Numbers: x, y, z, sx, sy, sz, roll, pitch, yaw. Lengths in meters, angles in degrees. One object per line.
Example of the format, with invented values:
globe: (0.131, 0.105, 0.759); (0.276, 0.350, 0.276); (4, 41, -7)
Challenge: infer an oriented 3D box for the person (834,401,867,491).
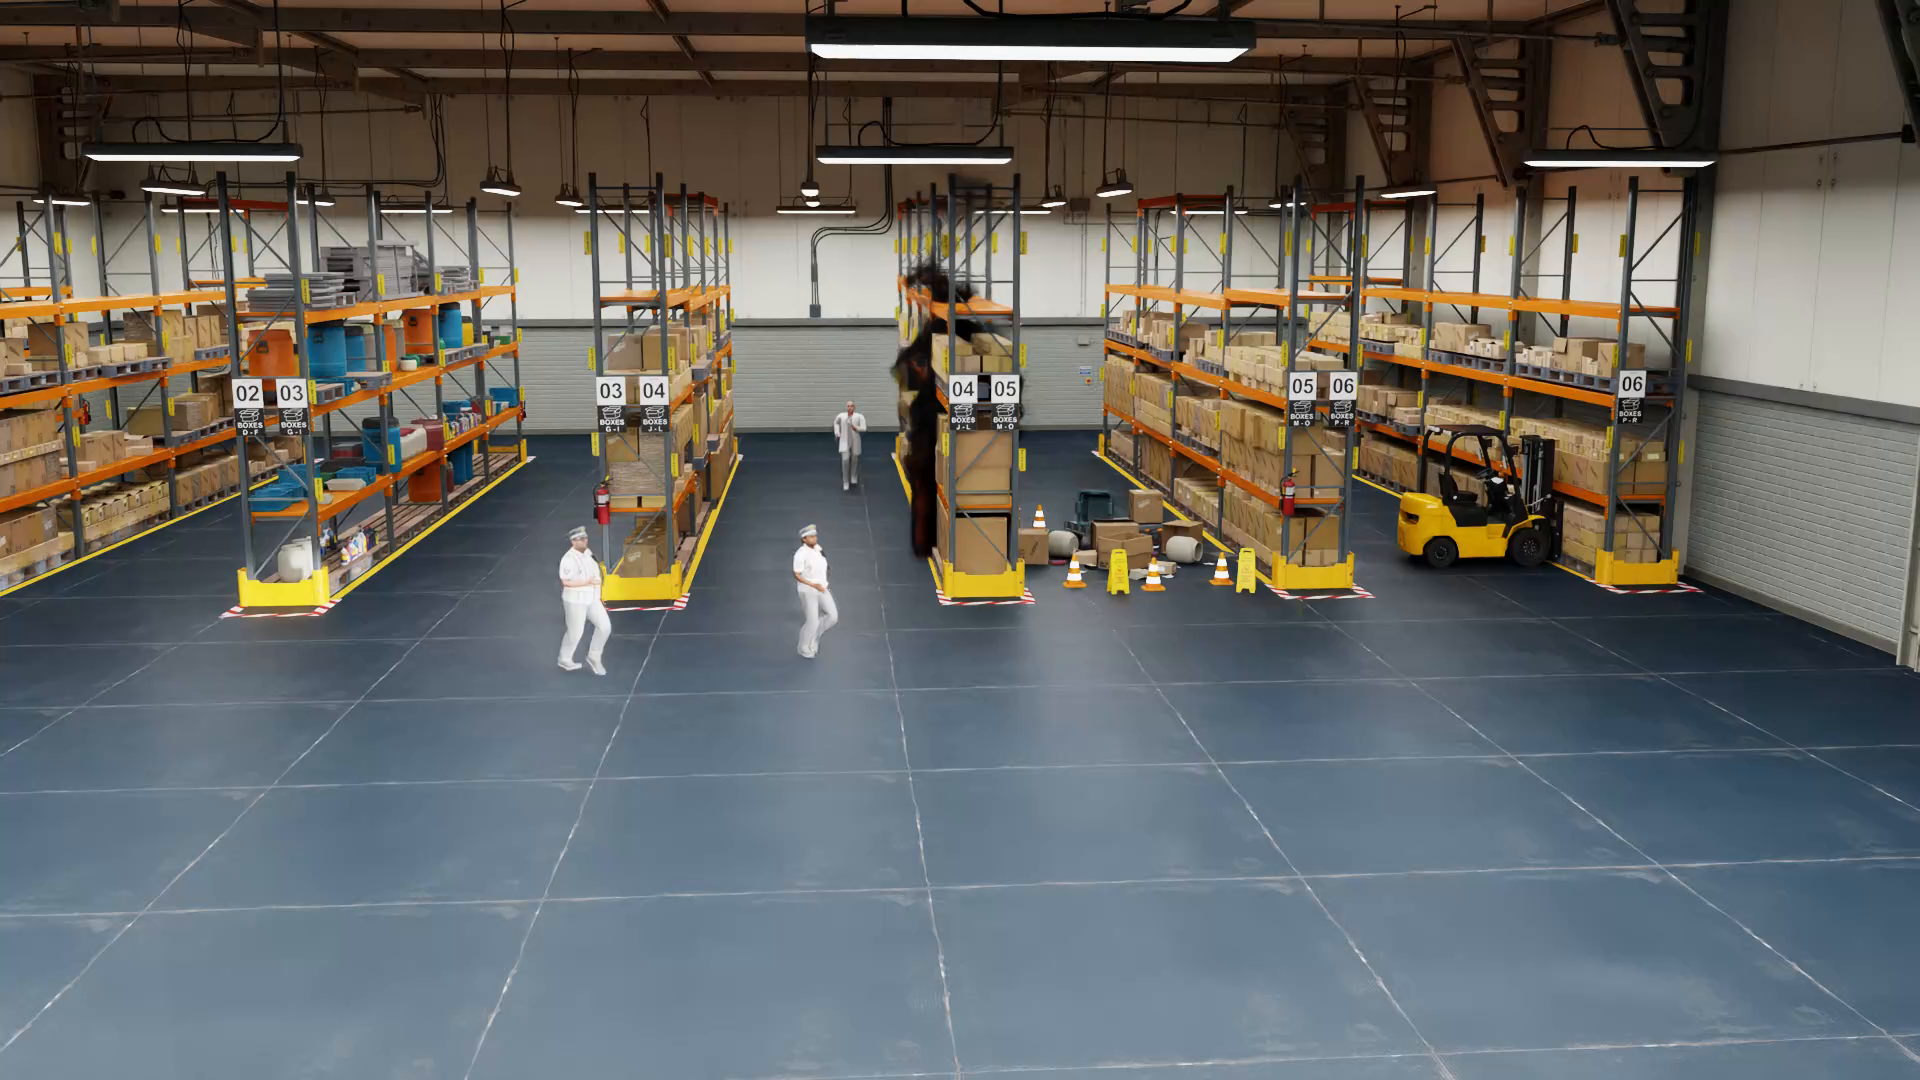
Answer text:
person: (-2.294, -1.995, 34.842); (0.679, 1.839, 0.894); (-1, 10, -4)

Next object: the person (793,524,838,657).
person: (-1.789, 0.623, 20.407); (0.552, 1.661, 0.555); (7, 12, 36)

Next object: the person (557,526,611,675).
person: (-4.432, 0.738, 19.537); (0.767, 1.839, 0.638); (6, 11, 29)
